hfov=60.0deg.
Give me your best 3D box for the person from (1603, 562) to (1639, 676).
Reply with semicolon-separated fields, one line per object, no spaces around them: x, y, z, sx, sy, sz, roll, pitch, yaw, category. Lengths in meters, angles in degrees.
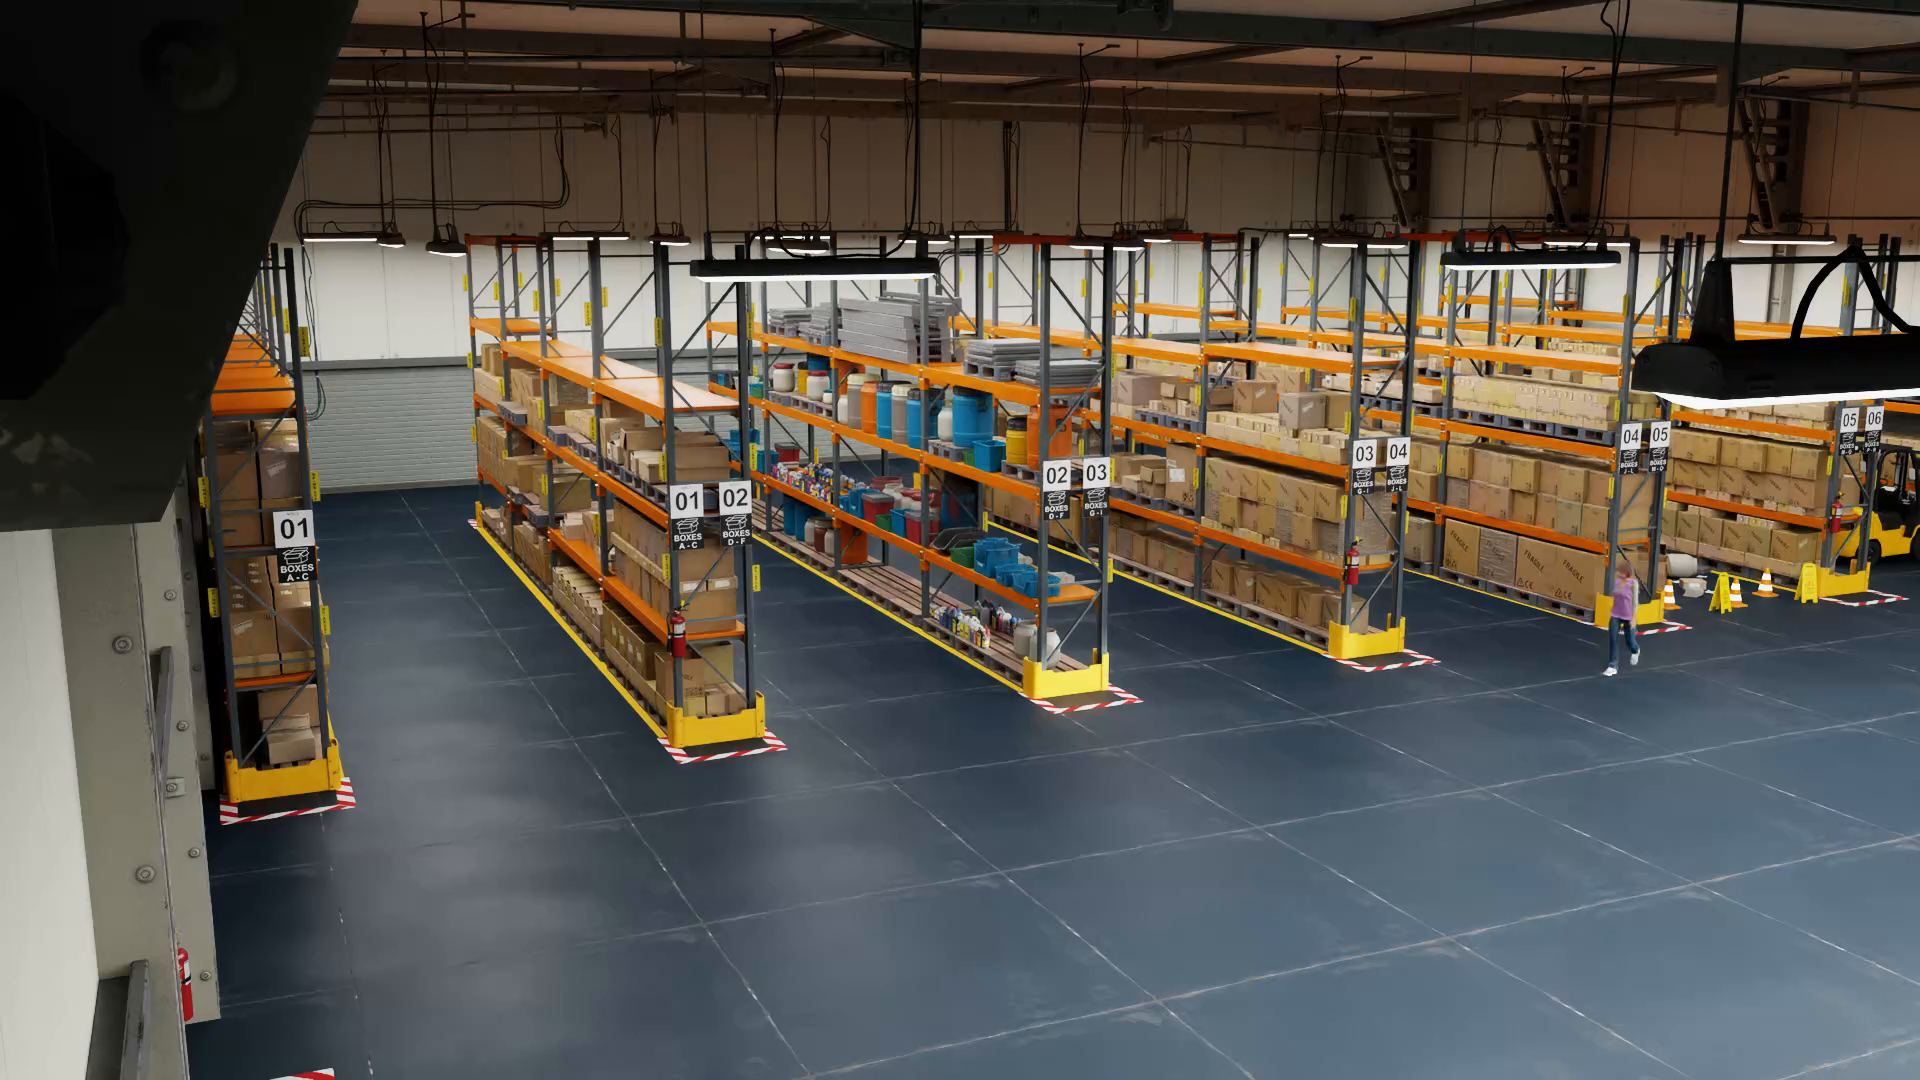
9.329;1.086;23.334;0.381;1.590;0.715;8;14;37;person
